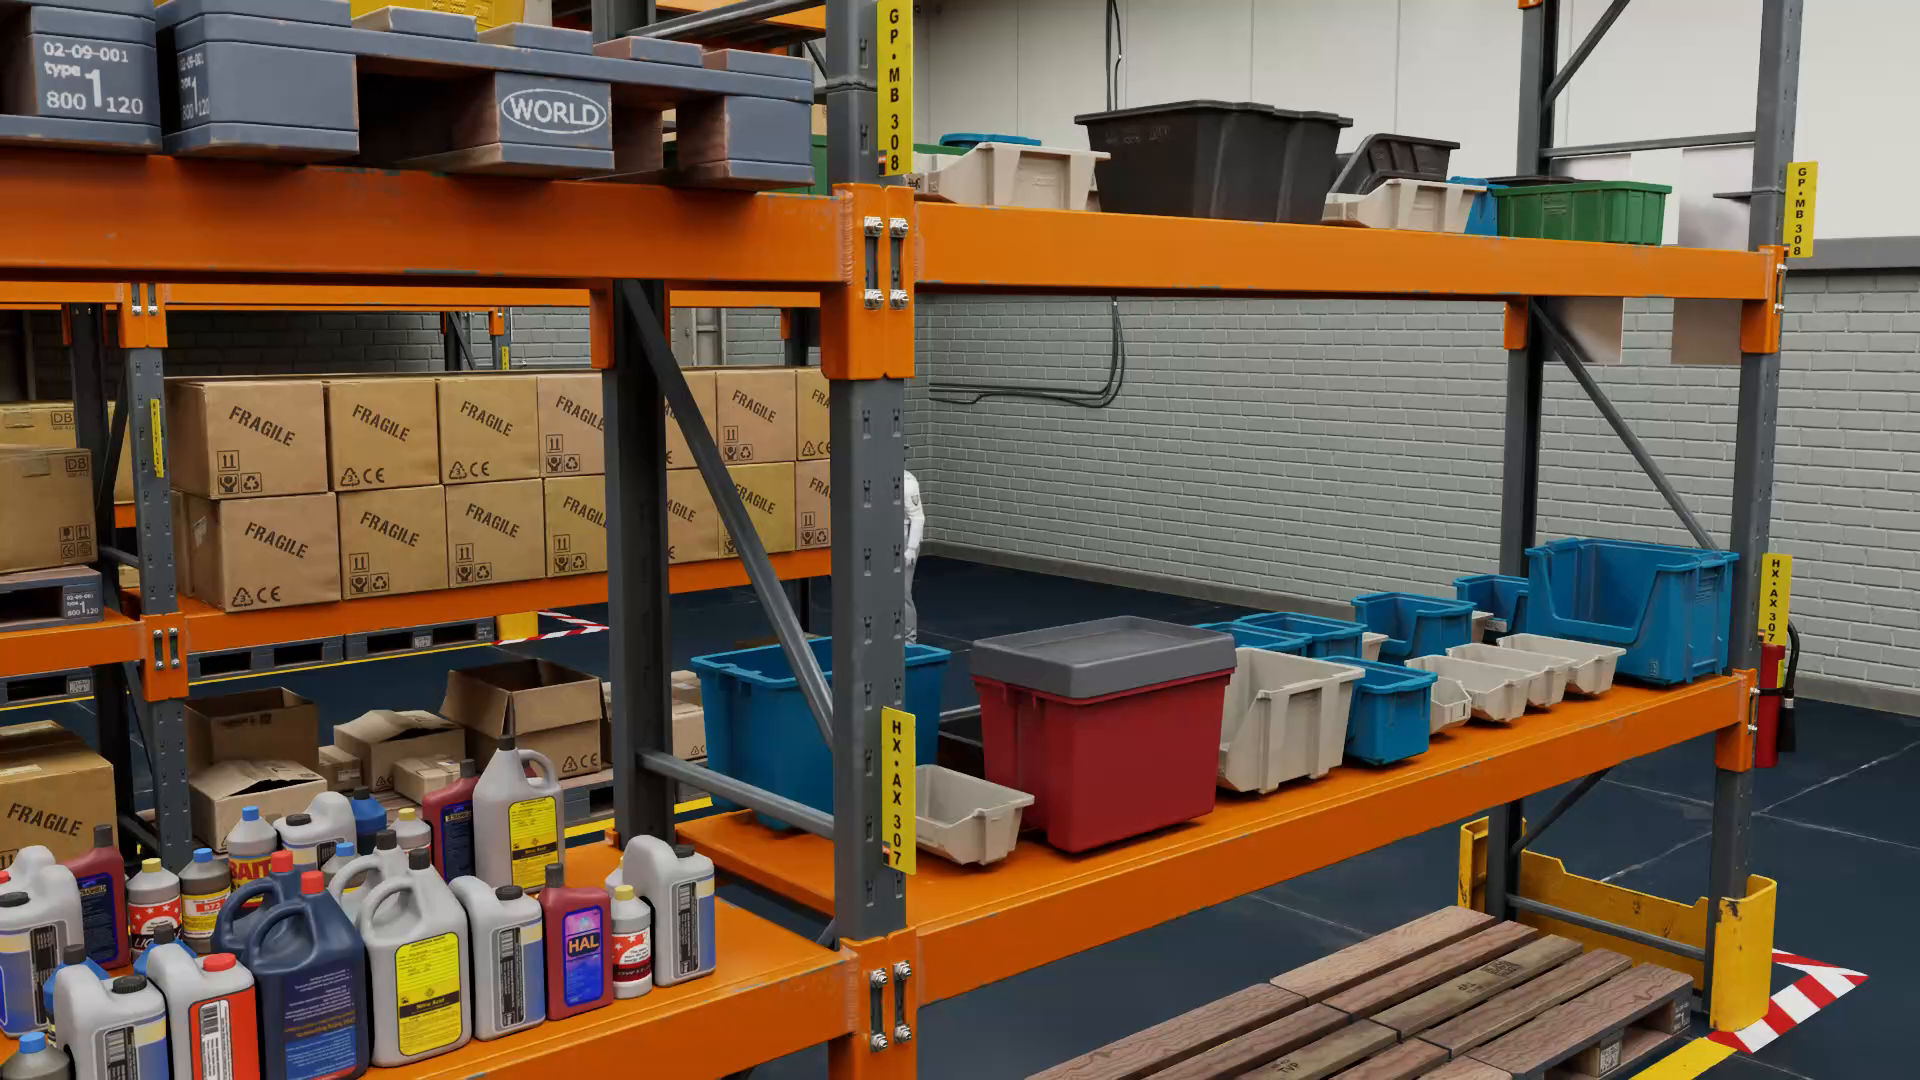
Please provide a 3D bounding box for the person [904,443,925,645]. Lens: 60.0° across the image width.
[{"bbox_3d":[-0.496,0.052,12.880,0.373,1.663,0.526,-7,10,-42],"label":"person"}]
